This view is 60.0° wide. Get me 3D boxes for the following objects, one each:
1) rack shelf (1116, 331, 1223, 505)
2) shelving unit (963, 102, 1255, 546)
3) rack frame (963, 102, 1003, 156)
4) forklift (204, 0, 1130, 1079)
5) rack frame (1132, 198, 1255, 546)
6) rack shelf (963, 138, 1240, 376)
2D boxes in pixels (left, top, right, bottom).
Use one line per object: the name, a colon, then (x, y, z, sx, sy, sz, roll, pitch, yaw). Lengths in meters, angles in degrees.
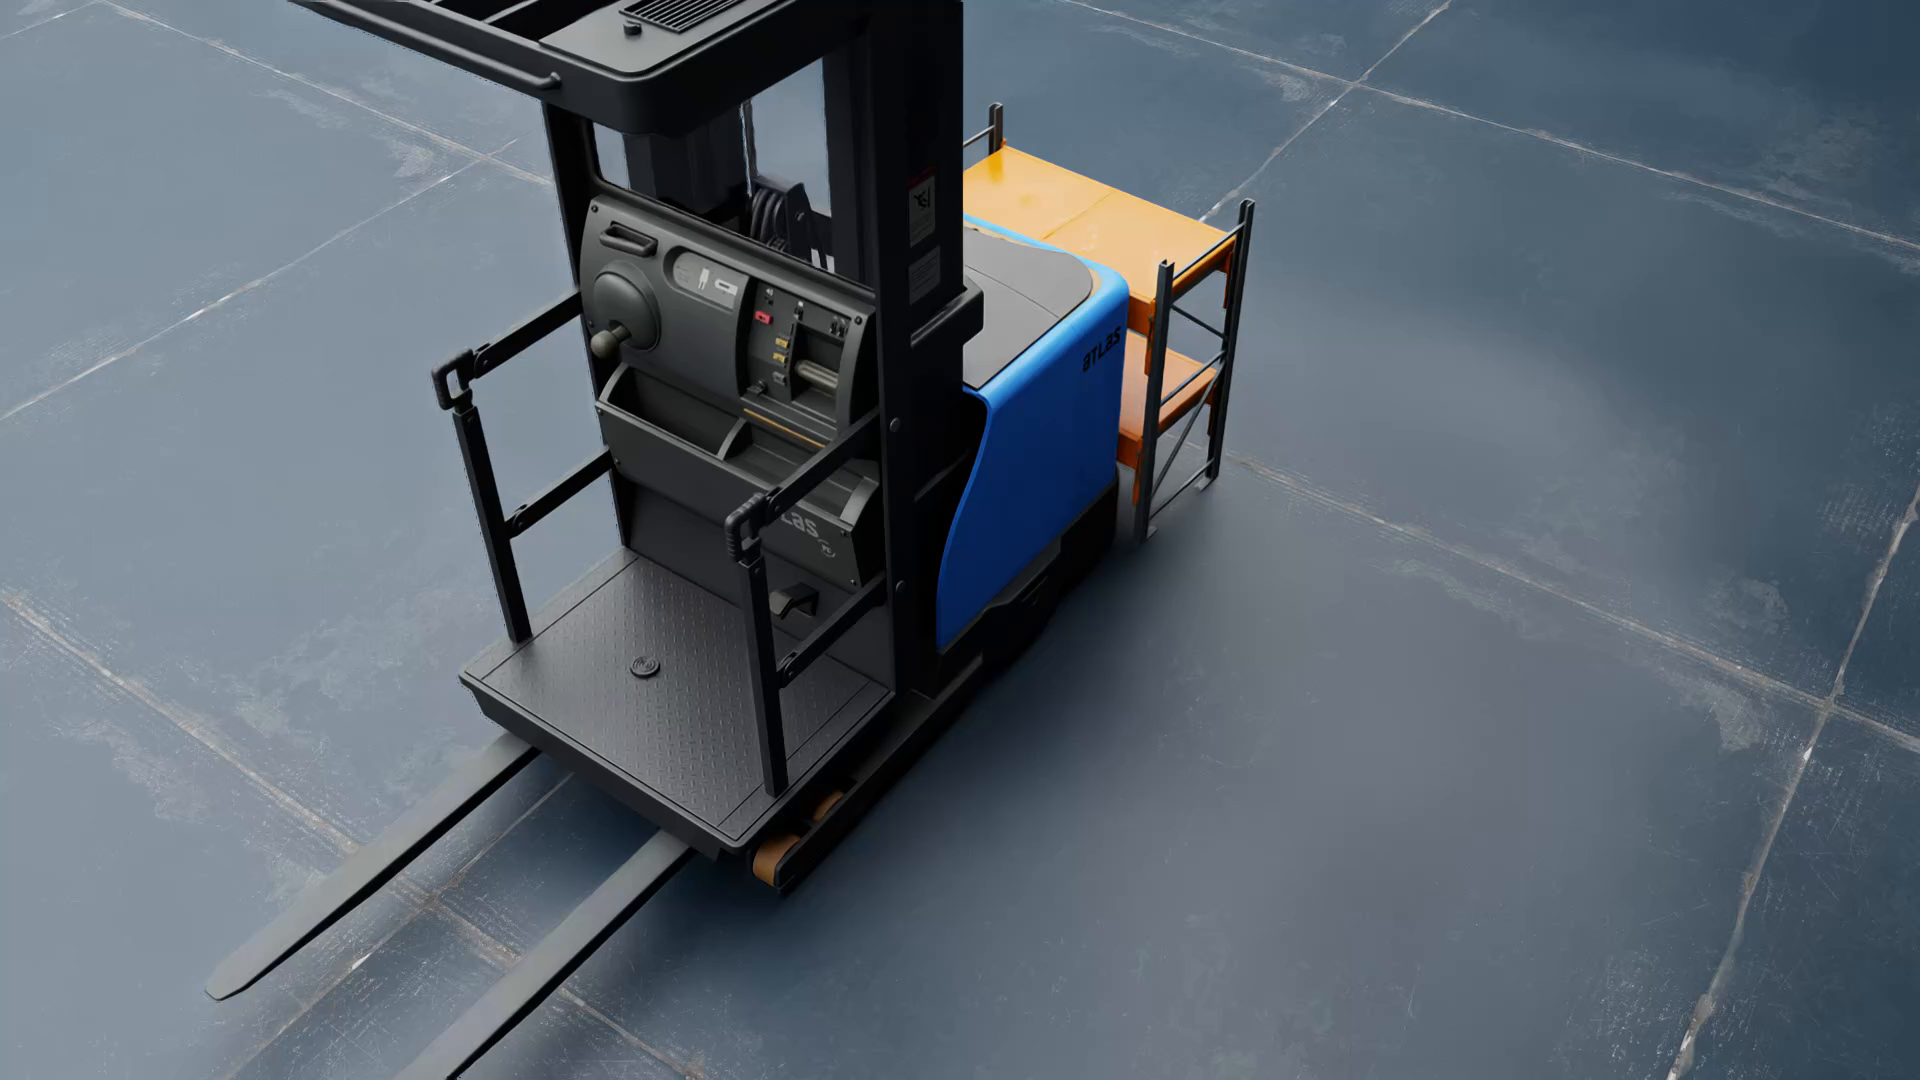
rack shelf: (0.372, -0.565, 5.904, 1.000, 0.278, 0.538, 29, 49, 28)
shelving unit: (0.372, -0.747, 5.741, 1.048, 1.125, 0.538, 29, 49, 28)
rack frame: (-0.021, -0.962, 5.982, 0.032, 1.125, 0.500, 29, 49, 28)
forklift: (-0.737, -0.491, 4.100, 1.130, 2.935, 3.031, 26, 48, 26)
rack frame: (0.765, -0.532, 5.501, 0.032, 1.125, 0.500, 29, 49, 28)
rack shelf: (0.372, -0.965, 5.546, 1.000, 0.278, 0.538, 29, 49, 28)
